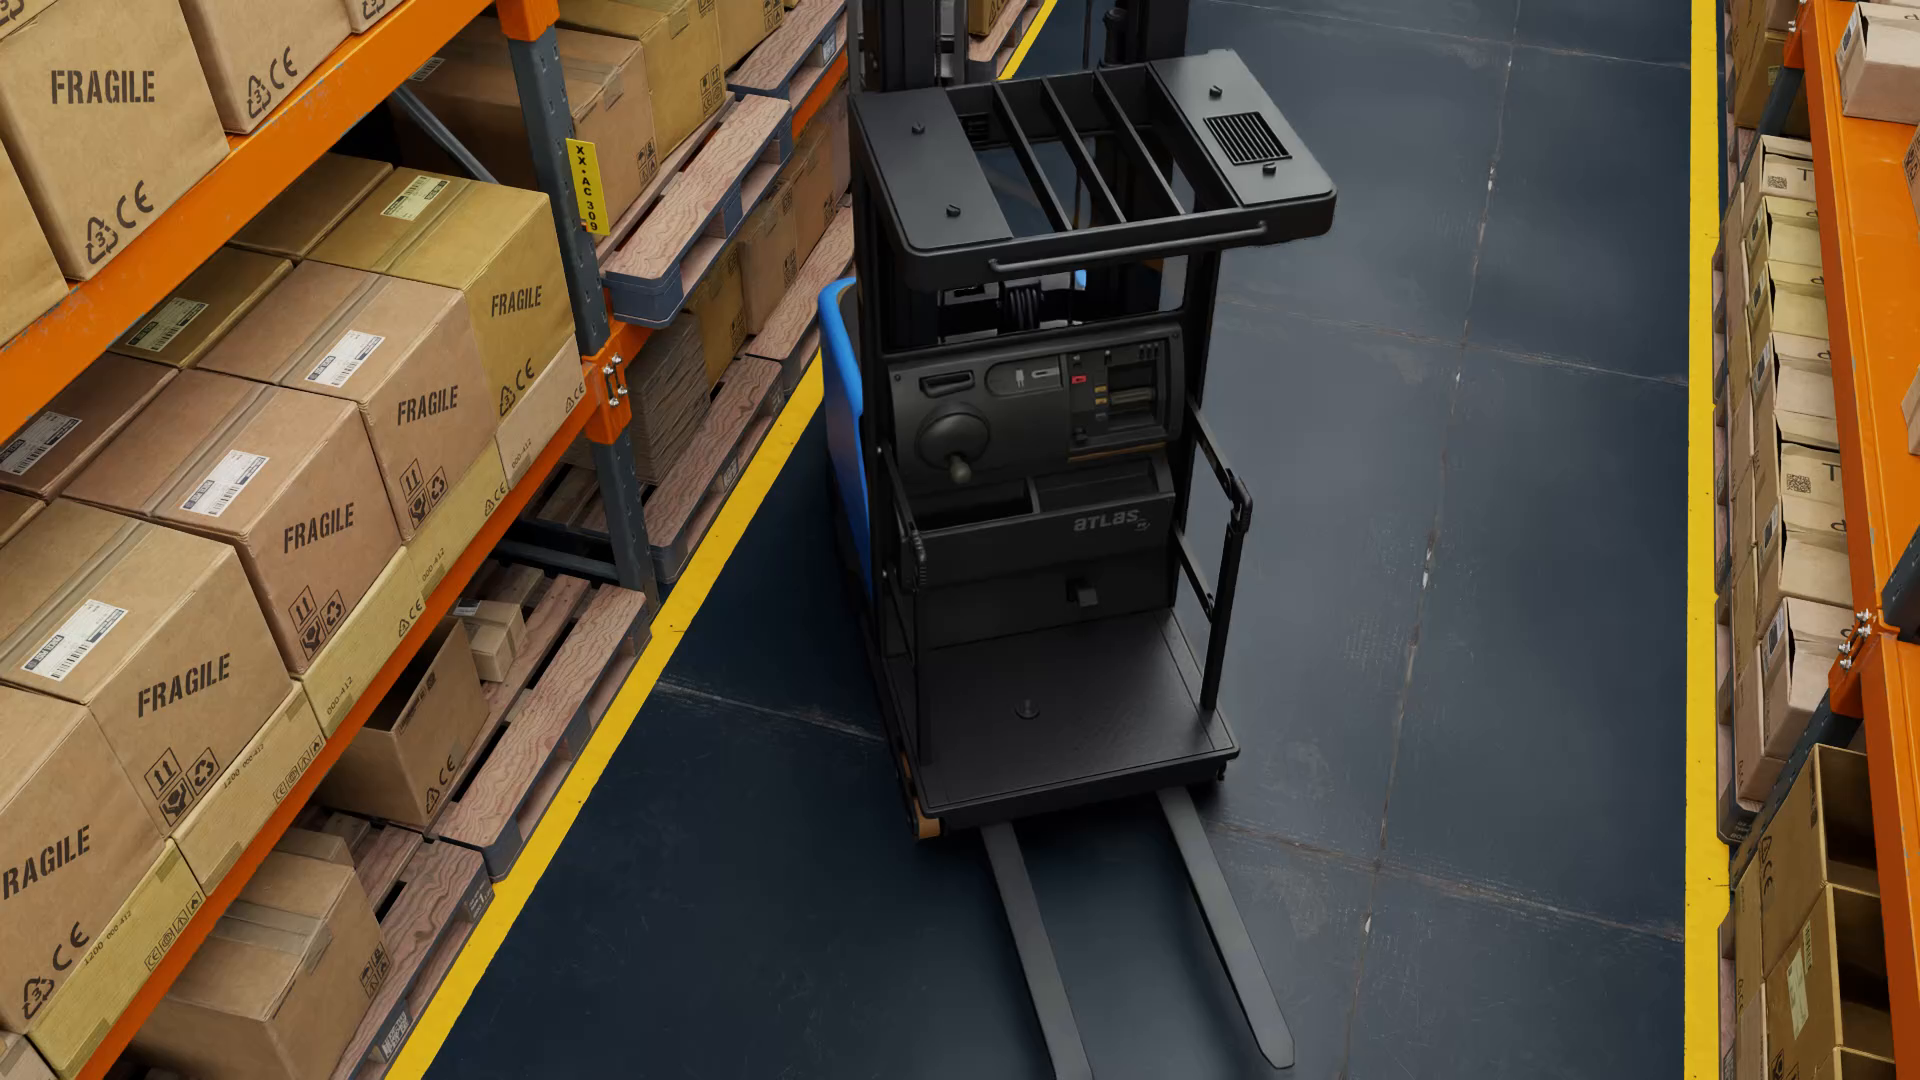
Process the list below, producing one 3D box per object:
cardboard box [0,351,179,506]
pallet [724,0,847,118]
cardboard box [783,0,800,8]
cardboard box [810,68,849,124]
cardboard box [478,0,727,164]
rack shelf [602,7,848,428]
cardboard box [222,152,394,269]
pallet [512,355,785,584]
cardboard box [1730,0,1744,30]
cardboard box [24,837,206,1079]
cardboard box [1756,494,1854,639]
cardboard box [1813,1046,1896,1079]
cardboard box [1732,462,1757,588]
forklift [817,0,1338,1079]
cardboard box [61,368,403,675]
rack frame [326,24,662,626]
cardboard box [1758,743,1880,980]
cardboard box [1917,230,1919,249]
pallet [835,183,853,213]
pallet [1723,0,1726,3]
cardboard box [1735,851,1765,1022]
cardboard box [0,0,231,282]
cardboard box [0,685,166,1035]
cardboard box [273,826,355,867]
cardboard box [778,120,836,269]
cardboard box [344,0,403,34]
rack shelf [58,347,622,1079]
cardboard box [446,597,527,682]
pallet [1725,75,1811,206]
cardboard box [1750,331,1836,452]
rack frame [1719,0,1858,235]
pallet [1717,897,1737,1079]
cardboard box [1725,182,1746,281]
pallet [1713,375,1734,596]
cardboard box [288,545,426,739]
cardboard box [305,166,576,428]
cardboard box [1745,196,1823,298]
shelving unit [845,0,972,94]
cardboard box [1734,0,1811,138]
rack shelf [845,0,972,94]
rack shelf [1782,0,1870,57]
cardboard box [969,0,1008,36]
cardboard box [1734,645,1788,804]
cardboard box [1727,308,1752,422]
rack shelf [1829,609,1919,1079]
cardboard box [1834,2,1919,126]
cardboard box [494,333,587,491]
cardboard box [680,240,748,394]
[{"bbox_3d":[-2.317,-0.155,4.320,0.500,0.500,0.500,14,46,14],"label":"cardboard box"},{"bbox_3d":[-1.008,-2.147,6.937,1.003,0.211,1.213,13,46,13],"label":"pallet"},{"bbox_3d":[-0.937,-2.586,6.862,0.700,0.500,0.500,13,46,13],"label":"cardboard box"},{"bbox_3d":[-0.849,-2.218,7.808,0.500,0.250,0.500,13,46,13],"label":"cardboard box"},{"bbox_3d":[-1.297,-1.774,6.032,0.700,0.500,0.500,17,47,17],"label":"cardboard box"},{"bbox_3d":[-1.054,-1.954,7.116,1.077,0.370,4.000,13,46,13],"label":"rack shelf"},{"bbox_3d":[-2.001,-0.830,5.010,0.500,0.500,0.500,12,46,12],"label":"cardboard box"},{"bbox_3d":[-1.425,-0.400,7.008,1.003,0.211,1.213,13,46,13],"label":"pallet"},{"bbox_3d":[4.644,-3.130,9.277,0.500,0.500,0.500,11,45,11],"label":"cardboard box"},{"bbox_3d":[-2.117,0.890,3.789,0.500,0.250,0.500,12,46,12],"label":"cardboard box"},{"bbox_3d":[3.064,0.123,5.745,0.500,0.311,0.500,14,46,14],"label":"cardboard box"},{"bbox_3d":[2.321,1.643,4.056,0.500,0.500,0.500,13,46,13],"label":"cardboard box"},{"bbox_3d":[3.222,-0.014,6.285,0.500,0.250,0.500,13,46,13],"label":"cardboard box"},{"bbox_3d":[0.298,-0.326,4.987,1.130,2.935,3.031,-10,45,-10],"label":"forklift"},{"bbox_3d":[-1.816,-0.051,4.214,0.500,0.500,0.500,11,46,11],"label":"cardboard box"},{"bbox_3d":[-1.659,-0.878,5.502,1.000,3.000,0.127,13,46,13],"label":"rack frame"},{"bbox_3d":[2.624,0.977,4.737,0.500,0.500,0.500,13,46,13],"label":"cardboard box"},{"bbox_3d":[3.622,-1.060,5.617,0.500,0.500,0.500,13,46,13],"label":"cardboard box"},{"bbox_3d":[-0.686,-2.027,8.670,1.003,0.211,1.213,13,46,13],"label":"pallet"},{"bbox_3d":[5.275,-3.616,10.295,1.003,0.211,1.213,13,46,13],"label":"pallet"},{"bbox_3d":[2.634,1.247,4.997,0.500,0.250,0.500,13,46,13],"label":"cardboard box"},{"bbox_3d":[-1.874,-0.892,3.286,0.500,0.500,0.500,11,45,11],"label":"cardboard box"},{"bbox_3d":[-2.118,0.642,3.506,0.500,0.500,0.500,11,45,11],"label":"cardboard box"},{"bbox_3d":[-2.163,1.046,5.260,0.380,0.149,0.250,9,45,9],"label":"cardboard box"},{"bbox_3d":[-1.007,-1.661,7.775,0.700,0.500,0.500,12,46,12],"label":"cardboard box"},{"bbox_3d":[-1.577,-1.602,4.012,0.500,0.500,0.500,14,46,14],"label":"cardboard box"},{"bbox_3d":[-2.265,0.713,4.391,1.077,0.370,4.000,13,46,13],"label":"rack shelf"},{"bbox_3d":[-1.793,0.341,5.968,0.380,0.166,0.250,7,45,7],"label":"cardboard box"},{"bbox_3d":[4.536,-1.990,8.633,1.003,0.211,1.213,13,46,13],"label":"pallet"},{"bbox_3d":[3.373,-0.544,6.426,0.500,0.311,0.500,12,46,12],"label":"cardboard box"},{"bbox_3d":[4.274,-2.497,7.157,1.000,3.000,0.127,13,46,13],"label":"rack frame"},{"bbox_3d":[2.782,1.687,4.875,1.003,0.211,1.213,13,46,13],"label":"pallet"},{"bbox_3d":[3.836,-1.377,7.679,0.500,0.250,0.500,12,46,12],"label":"cardboard box"},{"bbox_3d":[3.617,-0.149,6.752,1.003,0.211,1.213,13,46,13],"label":"pallet"},{"bbox_3d":[-1.810,0.218,4.476,0.500,0.250,0.500,12,46,12],"label":"cardboard box"},{"bbox_3d":[-1.508,-0.718,4.896,0.500,0.500,0.500,12,46,12],"label":"cardboard box"},{"bbox_3d":[3.685,-1.226,7.123,0.500,0.311,0.500,11,46,12],"label":"cardboard box"},{"bbox_3d":[-0.179,-1.259,6.535,0.431,2.100,0.503,1,44,1],"label":"shelving unit"},{"bbox_3d":[4.334,-2.434,8.565,0.500,0.500,0.500,14,46,14],"label":"cardboard box"},{"bbox_3d":[-0.179,-1.750,6.055,0.431,0.518,0.480,1,44,1],"label":"rack shelf"},{"bbox_3d":[4.880,-3.573,8.771,1.077,0.370,4.000,13,46,13],"label":"rack shelf"},{"bbox_3d":[-0.100,-3.388,9.304,0.750,0.750,0.750,12,46,12],"label":"cardboard box"},{"bbox_3d":[2.912,0.664,5.592,0.500,0.250,0.500,12,46,12],"label":"cardboard box"},{"bbox_3d":[3.533,-0.694,6.981,0.500,0.250,0.500,11,46,11],"label":"cardboard box"},{"bbox_3d":[2.457,1.759,3.322,1.077,0.370,4.000,13,46,13],"label":"rack shelf"},{"bbox_3d":[3.819,-1.910,6.621,0.500,0.311,0.500,12,46,12],"label":"cardboard box"},{"bbox_3d":[-1.514,-0.451,5.159,0.500,0.250,0.500,13,46,13],"label":"cardboard box"},{"bbox_3d":[-1.344,-0.991,7.090,0.700,0.500,0.500,12,46,12],"label":"cardboard box"}]
